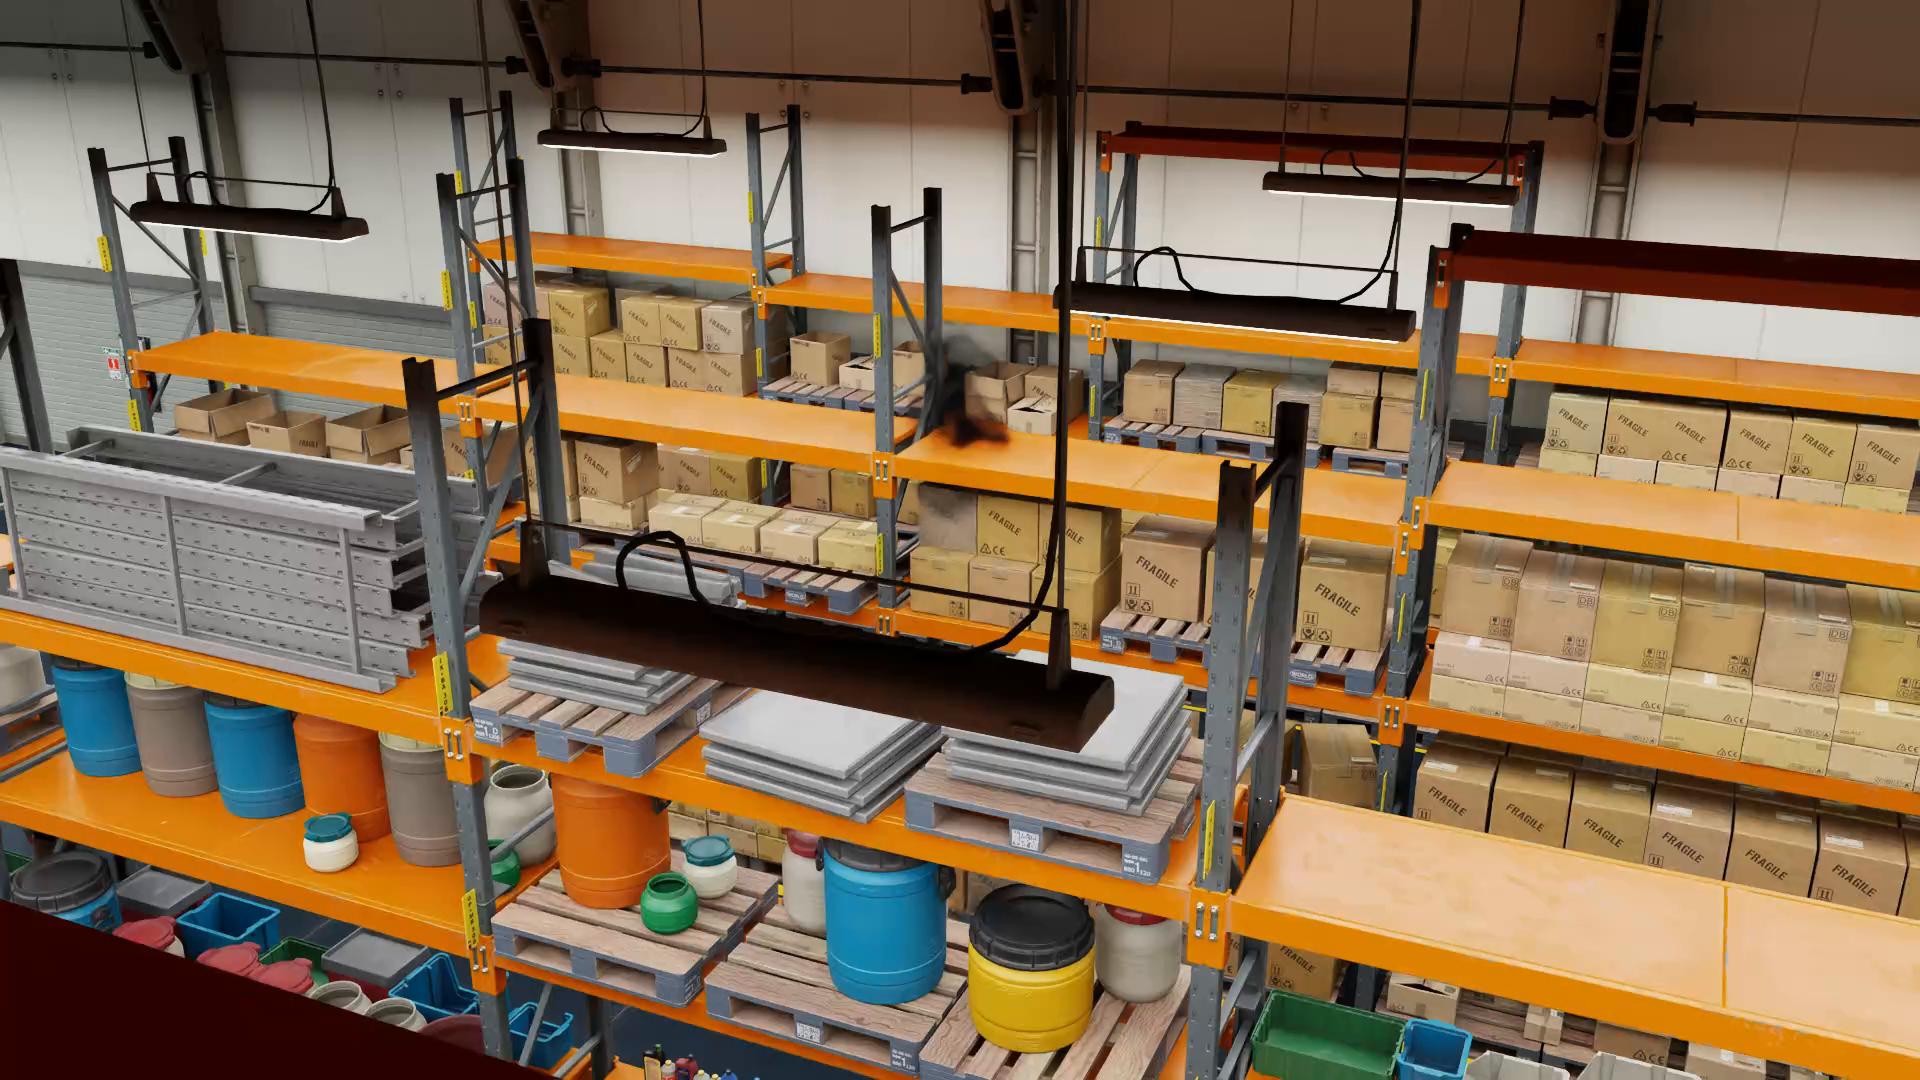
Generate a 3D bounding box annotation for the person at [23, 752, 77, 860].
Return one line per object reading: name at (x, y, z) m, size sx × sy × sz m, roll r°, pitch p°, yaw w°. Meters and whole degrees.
person at (-7.493, 2.420, 13.908) m, size 0.643 × 1.669 × 0.677 m, roll 9°, pitch 23°, yaw 24°

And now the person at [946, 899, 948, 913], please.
person at (-0.269, 3.038, 11.703) m, size 0.482 × 1.340 × 0.521 m, roll 8°, pitch 22°, yaw 21°
